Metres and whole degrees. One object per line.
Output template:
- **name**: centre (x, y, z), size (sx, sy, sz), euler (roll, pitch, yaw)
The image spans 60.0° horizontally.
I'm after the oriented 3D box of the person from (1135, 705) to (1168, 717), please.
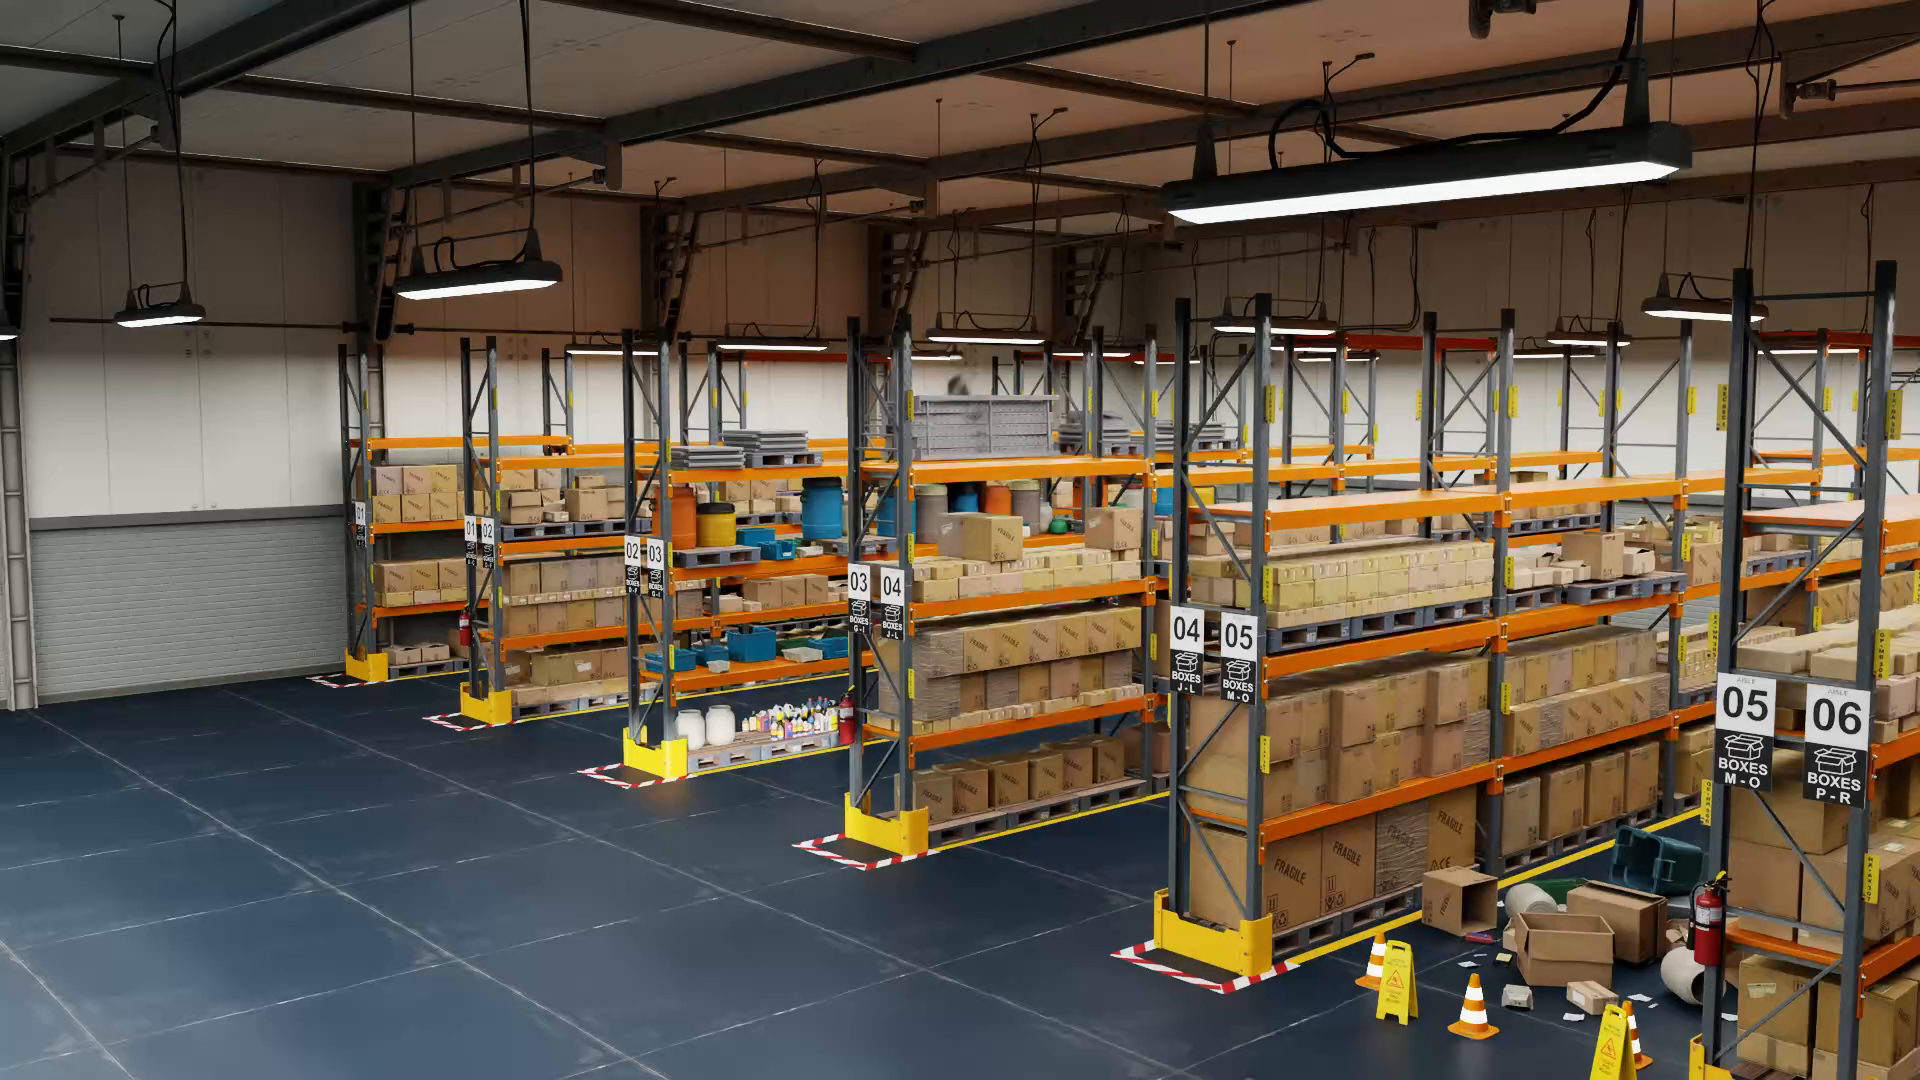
- **person**: centre (2.905, 1.836, 24.944), size (0.542, 1.598, 0.821), euler (5, 7, 43)
